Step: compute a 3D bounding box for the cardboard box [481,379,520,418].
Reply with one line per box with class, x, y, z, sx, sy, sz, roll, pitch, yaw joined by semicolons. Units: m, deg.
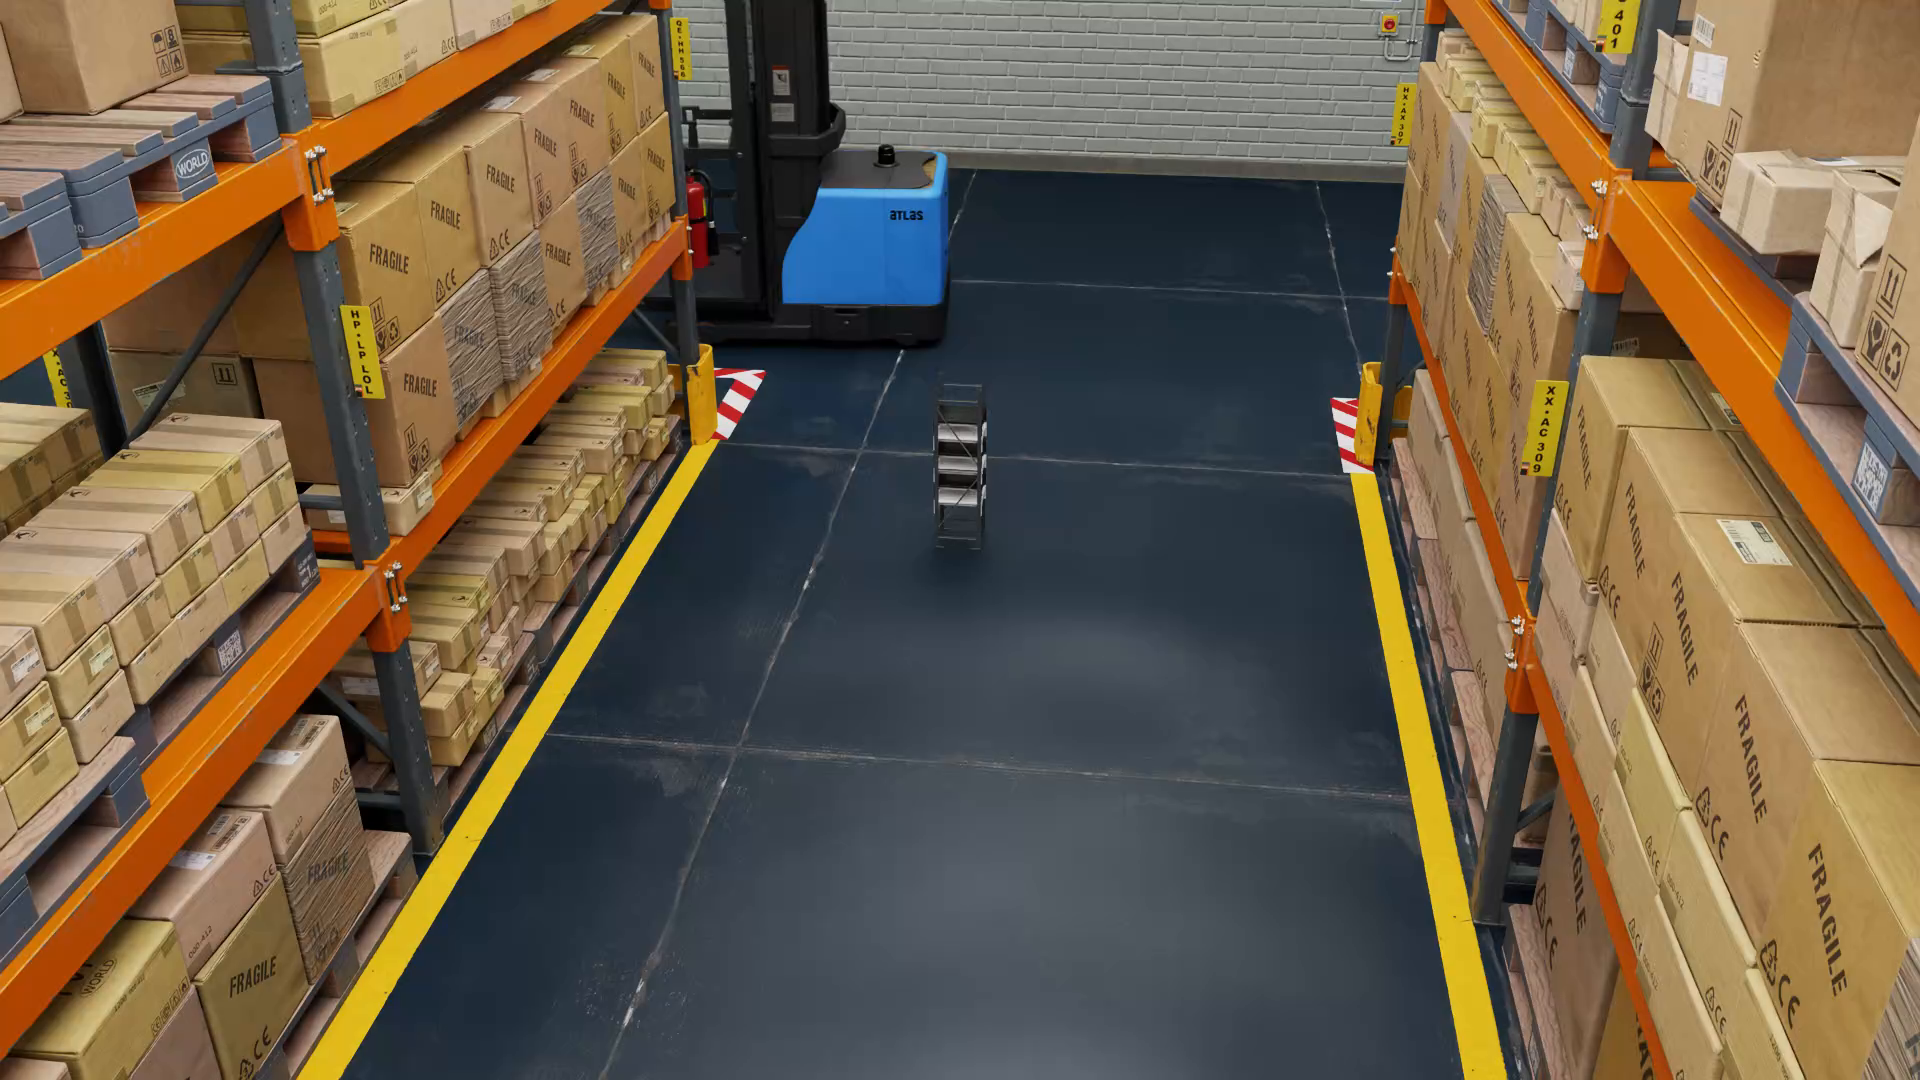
cardboard box;-2.101;-0.643;7.046;0.380;0.149;0.250;4;29;7

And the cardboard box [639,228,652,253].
cardboard box;-1.871;-1.630;8.878;0.380;0.149;0.250;3;28;6

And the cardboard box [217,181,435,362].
cardboard box;-2.236;-0.956;5.888;0.500;0.500;0.500;4;29;7

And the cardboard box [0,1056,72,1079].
cardboard box;-2.563;1.544;4.123;0.500;0.250;0.500;4;29;7

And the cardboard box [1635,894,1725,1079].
cardboard box;1.865;1.074;3.752;0.500;0.250;0.500;3;28;5

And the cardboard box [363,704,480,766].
cardboard box;-2.170;0.775;6.712;0.380;0.149;0.250;2;28;4

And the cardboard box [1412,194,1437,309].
cardboard box;2.504;-1.380;8.044;0.500;0.500;0.500;3;28;5

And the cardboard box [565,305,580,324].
cardboard box;-2.048;-1.144;7.975;0.380;0.149;0.250;2;28;4

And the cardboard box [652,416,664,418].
cardboard box;-1.901;-0.695;9.441;0.380;0.149;0.250;4;29;7

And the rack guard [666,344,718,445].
rack guard;-2.053;-0.889;9.873;1.175;0.500;0.348;3;28;6

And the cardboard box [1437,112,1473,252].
cardboard box;2.428;-1.574;7.349;0.500;0.500;0.500;3;28;6

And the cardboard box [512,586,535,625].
cardboard box;-2.179;0.279;7.633;0.380;0.149;0.250;2;28;4

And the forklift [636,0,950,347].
forklift;-1.603;-2.834;10.921;3.031;2.935;1.130;1;28;2

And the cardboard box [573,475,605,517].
cardboard box;-1.987;-0.212;8.231;0.380;0.149;0.250;5;29;9

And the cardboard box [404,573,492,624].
cardboard box;-2.211;0.268;7.026;0.380;0.149;0.250;3;28;5

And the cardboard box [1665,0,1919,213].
cardboard box;1.996;-1.054;3.833;0.500;0.500;0.500;3;28;5

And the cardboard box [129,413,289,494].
cardboard box;-2.389;-0.278;5.299;0.380;0.149;0.250;5;29;9

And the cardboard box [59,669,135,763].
cardboard box;-2.509;0.470;4.536;0.380;0.149;0.250;2;28;4

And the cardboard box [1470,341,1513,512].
cardboard box;2.252;-0.422;6.265;0.500;0.500;0.500;3;28;5

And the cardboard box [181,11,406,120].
cardboard box;-2.215;-1.600;5.552;0.500;0.250;0.500;5;29;9

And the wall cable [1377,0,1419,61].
wall cable;3.549;-4.902;13.582;0.585;1.953;0.123;3;28;6

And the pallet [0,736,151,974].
pallet;-2.822;0.891;4.136;1.003;0.211;1.213;3;28;6

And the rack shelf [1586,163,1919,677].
rack shelf;2.147;0.035;3.118;1.077;0.370;4.000;3;28;6

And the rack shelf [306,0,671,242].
rack shelf;-2.288;-2.088;7.058;1.077;0.370;4.000;3;28;6

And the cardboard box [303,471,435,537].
cardboard box;-2.174;-0.146;6.124;0.380;0.149;0.250;4;29;8

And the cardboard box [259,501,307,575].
cardboard box;-2.386;-0.018;5.443;0.380;0.149;0.250;3;28;5

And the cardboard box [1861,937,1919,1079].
cardboard box;1.760;0.996;2.579;0.500;0.500;0.500;4;29;7

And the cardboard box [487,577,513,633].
cardboard box;-2.200;0.277;7.323;0.380;0.149;0.250;2;28;4

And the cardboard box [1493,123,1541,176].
cardboard box;2.348;-1.550;6.621;0.380;0.149;0.250;3;28;6

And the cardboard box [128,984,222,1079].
cardboard box;-2.505;1.619;4.775;0.500;0.500;0.500;3;28;5

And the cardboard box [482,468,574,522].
cardboard box;-2.069;-0.218;7.929;0.380;0.149;0.250;3;29;6

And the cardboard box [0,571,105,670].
cardboard box;-2.520;0.209;4.395;0.380;0.149;0.250;2;28;5

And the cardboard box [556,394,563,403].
cardboard box;-2.359;-0.853;9.107;0.380;0.149;0.250;4;29;7

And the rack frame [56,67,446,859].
rack frame;-2.534;-0.142;5.852;1.000;3.000;0.127;3;28;6

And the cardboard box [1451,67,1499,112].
cardboard box;2.442;-2.036;7.523;0.380;0.149;0.250;2;28;5

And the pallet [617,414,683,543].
pallet;-2.187;-0.382;9.236;1.003;0.211;1.213;3;28;6

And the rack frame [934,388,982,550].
rack frame;-0.011;-0.352;8.455;0.240;0.900;0.006;3;28;6

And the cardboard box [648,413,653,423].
cardboard box;-1.910;-0.701;9.138;0.380;0.149;0.250;3;28;5

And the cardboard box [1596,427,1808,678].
cardboard box;2.018;0.045;4.344;0.500;0.500;0.500;3;28;6

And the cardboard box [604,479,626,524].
cardboard box;-1.936;-0.208;8.537;0.380;0.149;0.250;2;28;4

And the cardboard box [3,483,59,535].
cardboard box;-3.068;-0.067;5.220;0.380;0.149;0.250;3;28;5

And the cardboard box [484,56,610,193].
cardboard box;-1.969;-1.927;7.691;0.500;0.500;0.500;5;29;9

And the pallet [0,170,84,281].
pallet;-2.839;-0.608;3.750;1.213;0.211;1.003;3;28;6

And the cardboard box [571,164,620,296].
cardboard box;-1.964;-1.492;7.939;0.500;0.500;0.500;3;29;6

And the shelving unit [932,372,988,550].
shelving unit;0.001;-0.400;8.544;0.258;0.900;0.210;3;28;6

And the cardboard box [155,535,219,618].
cardboard box;-2.451;0.092;4.925;0.380;0.149;0.250;5;29;8

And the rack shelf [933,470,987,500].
rack shelf;0.001;-0.291;8.602;0.258;0.077;0.200;3;28;6

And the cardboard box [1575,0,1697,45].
cardboard box;2.152;-1.712;5.196;0.396;0.266;0.258;4;29;8

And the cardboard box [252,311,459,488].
cardboard box;-2.223;-0.536;6.163;0.500;0.500;0.500;3;28;5

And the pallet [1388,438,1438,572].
pallet;2.861;-0.177;8.855;1.003;0.211;1.213;3;28;6

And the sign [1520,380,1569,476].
sign;1.841;-0.350;5.241;0.100;0.325;0.005;3;28;6

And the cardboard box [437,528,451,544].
cardboard box;-2.582;0.016;7.806;0.380;0.149;0.250;2;28;4

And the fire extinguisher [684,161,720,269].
fire extinguisher;-1.555;-1.919;9.624;0.296;0.674;0.183;3;28;6

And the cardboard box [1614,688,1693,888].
cardboard box;1.934;0.617;4.072;0.500;0.250;0.500;4;29;7

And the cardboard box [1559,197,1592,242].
cardboard box;2.294;-1.070;5.730;0.380;0.149;0.250;3;28;6

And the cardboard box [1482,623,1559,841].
cardboard box;2.575;0.751;6.451;0.875;0.438;0.875;3;28;5

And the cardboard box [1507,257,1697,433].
cardboard box;2.175;-0.625;5.587;0.500;0.500;0.500;3;28;6

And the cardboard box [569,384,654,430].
cardboard box;-1.850;-0.709;8.839;0.380;0.149;0.250;3;28;5
